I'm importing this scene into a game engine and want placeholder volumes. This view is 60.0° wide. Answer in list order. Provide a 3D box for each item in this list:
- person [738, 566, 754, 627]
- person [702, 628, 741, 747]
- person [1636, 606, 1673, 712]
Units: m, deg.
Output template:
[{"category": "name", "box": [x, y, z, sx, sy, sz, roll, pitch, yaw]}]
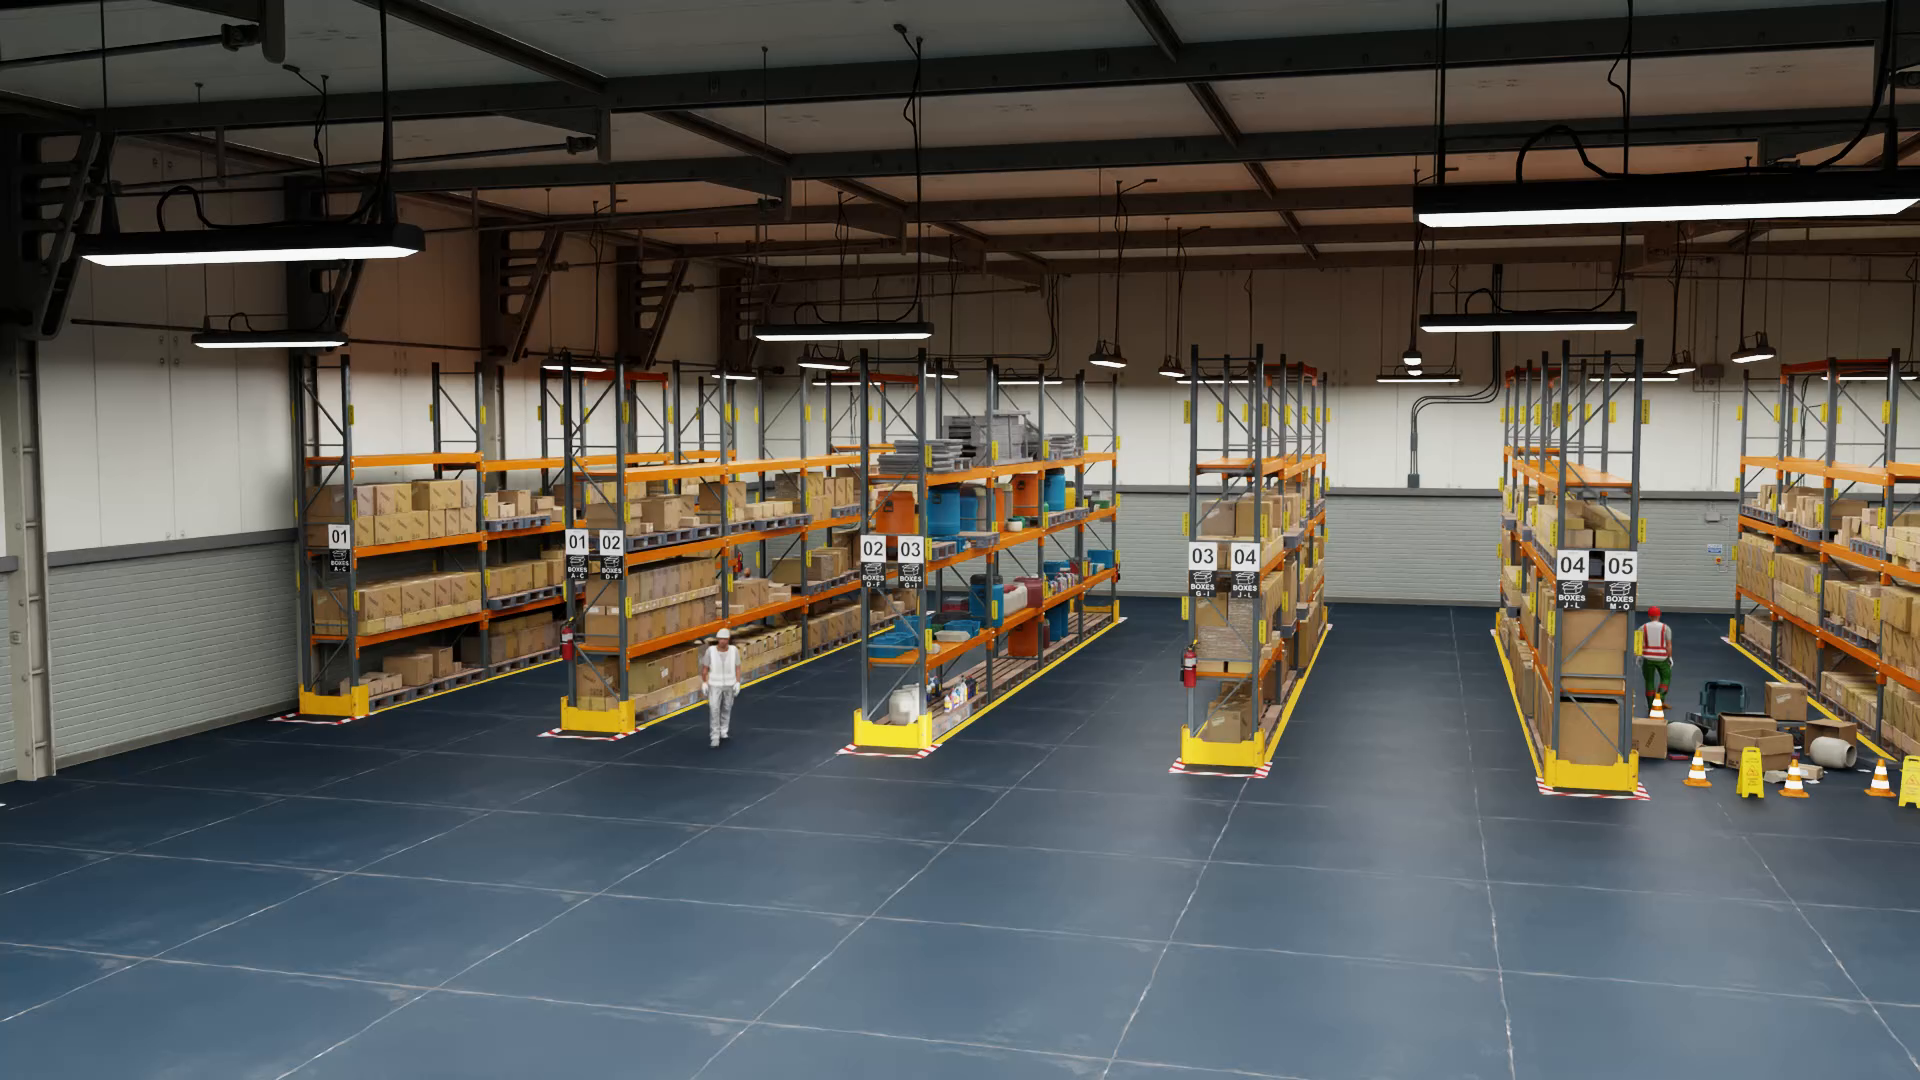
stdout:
[{"category": "person", "box": [-4.831, 1.391, 37.541, 0.487, 1.568, 1.053, 1, 4, 14]}, {"category": "person", "box": [-3.612, 2.208, 25.317, 0.576, 1.736, 0.944, -2, 5, -19]}, {"category": "person", "box": [11.707, 2.014, 28.027, 0.575, 1.790, 0.530, 2, 5, 24]}]
